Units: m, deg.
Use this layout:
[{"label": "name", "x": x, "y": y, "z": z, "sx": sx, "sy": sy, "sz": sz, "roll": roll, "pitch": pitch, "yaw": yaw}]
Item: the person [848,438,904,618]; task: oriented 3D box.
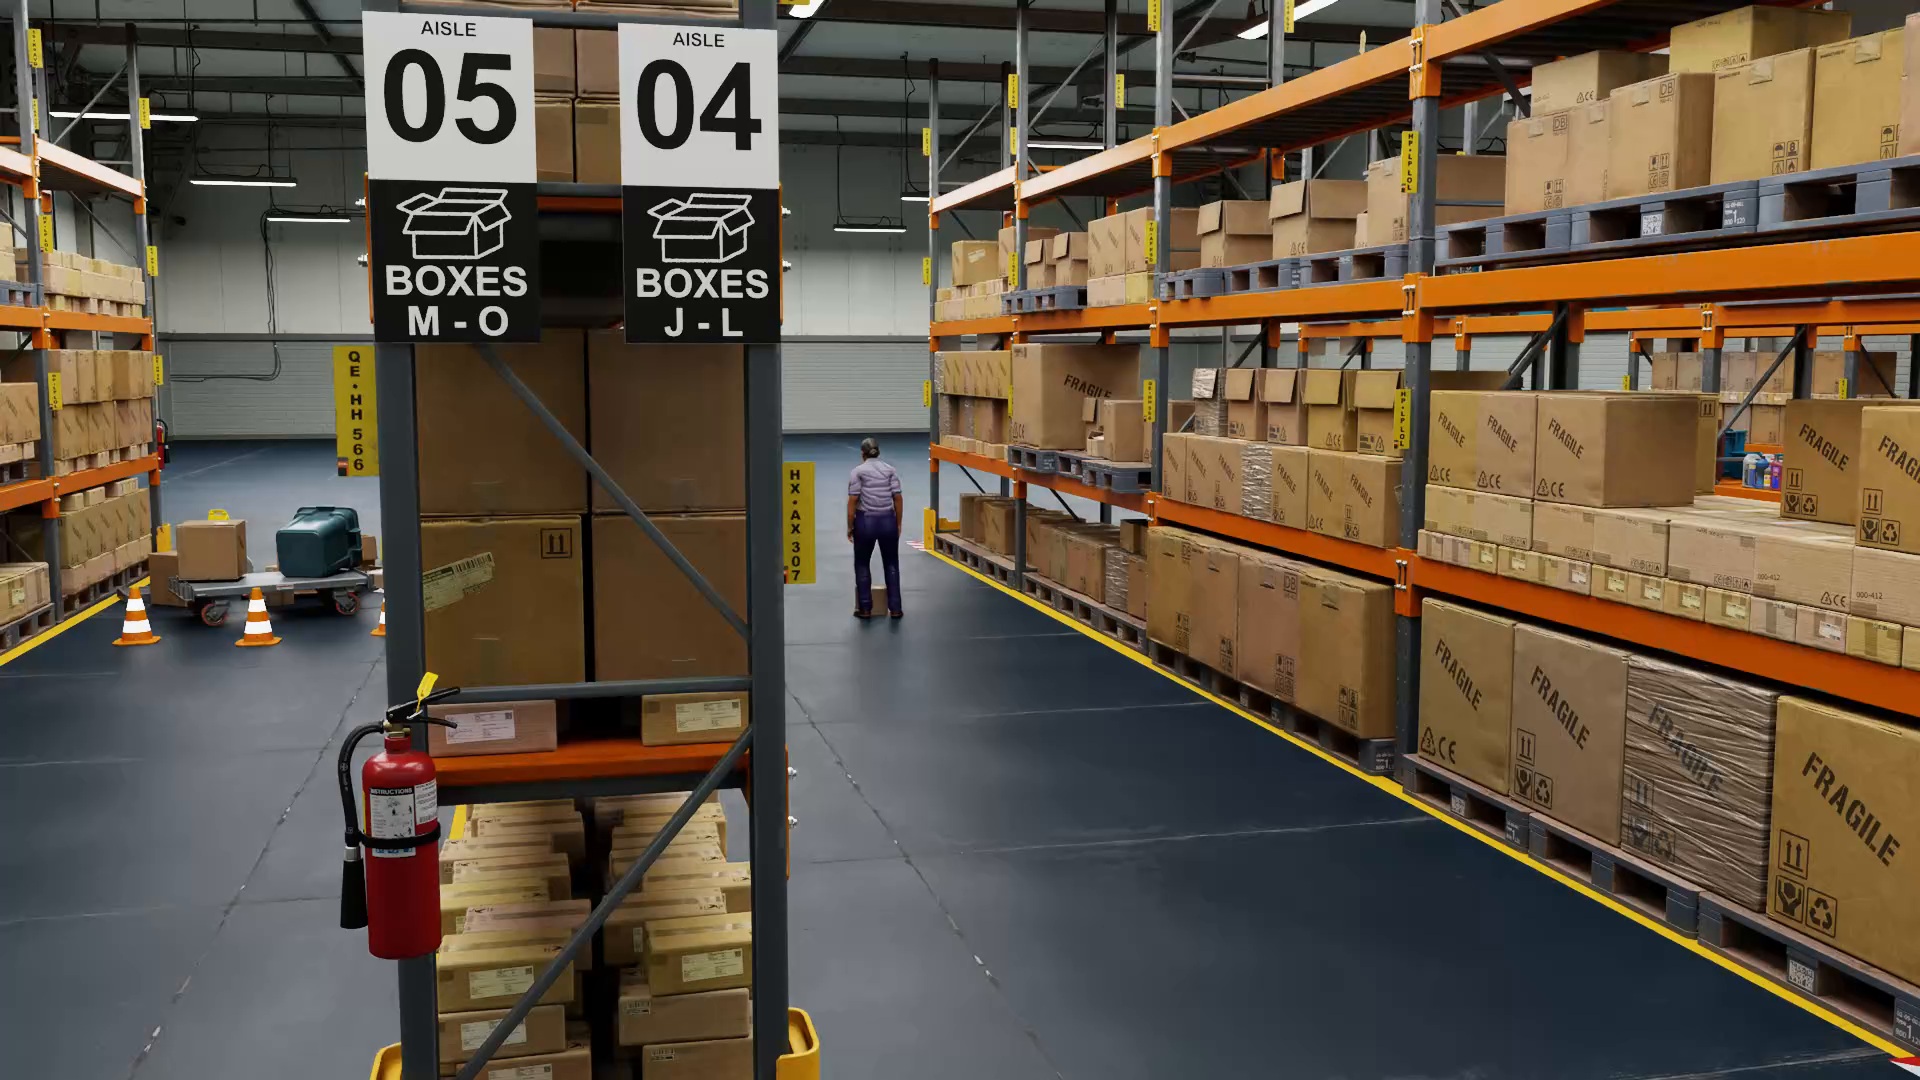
[{"label": "person", "x": -0.769, "y": -0.110, "z": 15.228, "sx": 0.539, "sy": 1.651, "sz": 0.422, "roll": -2, "pitch": 6, "yaw": -15}]
